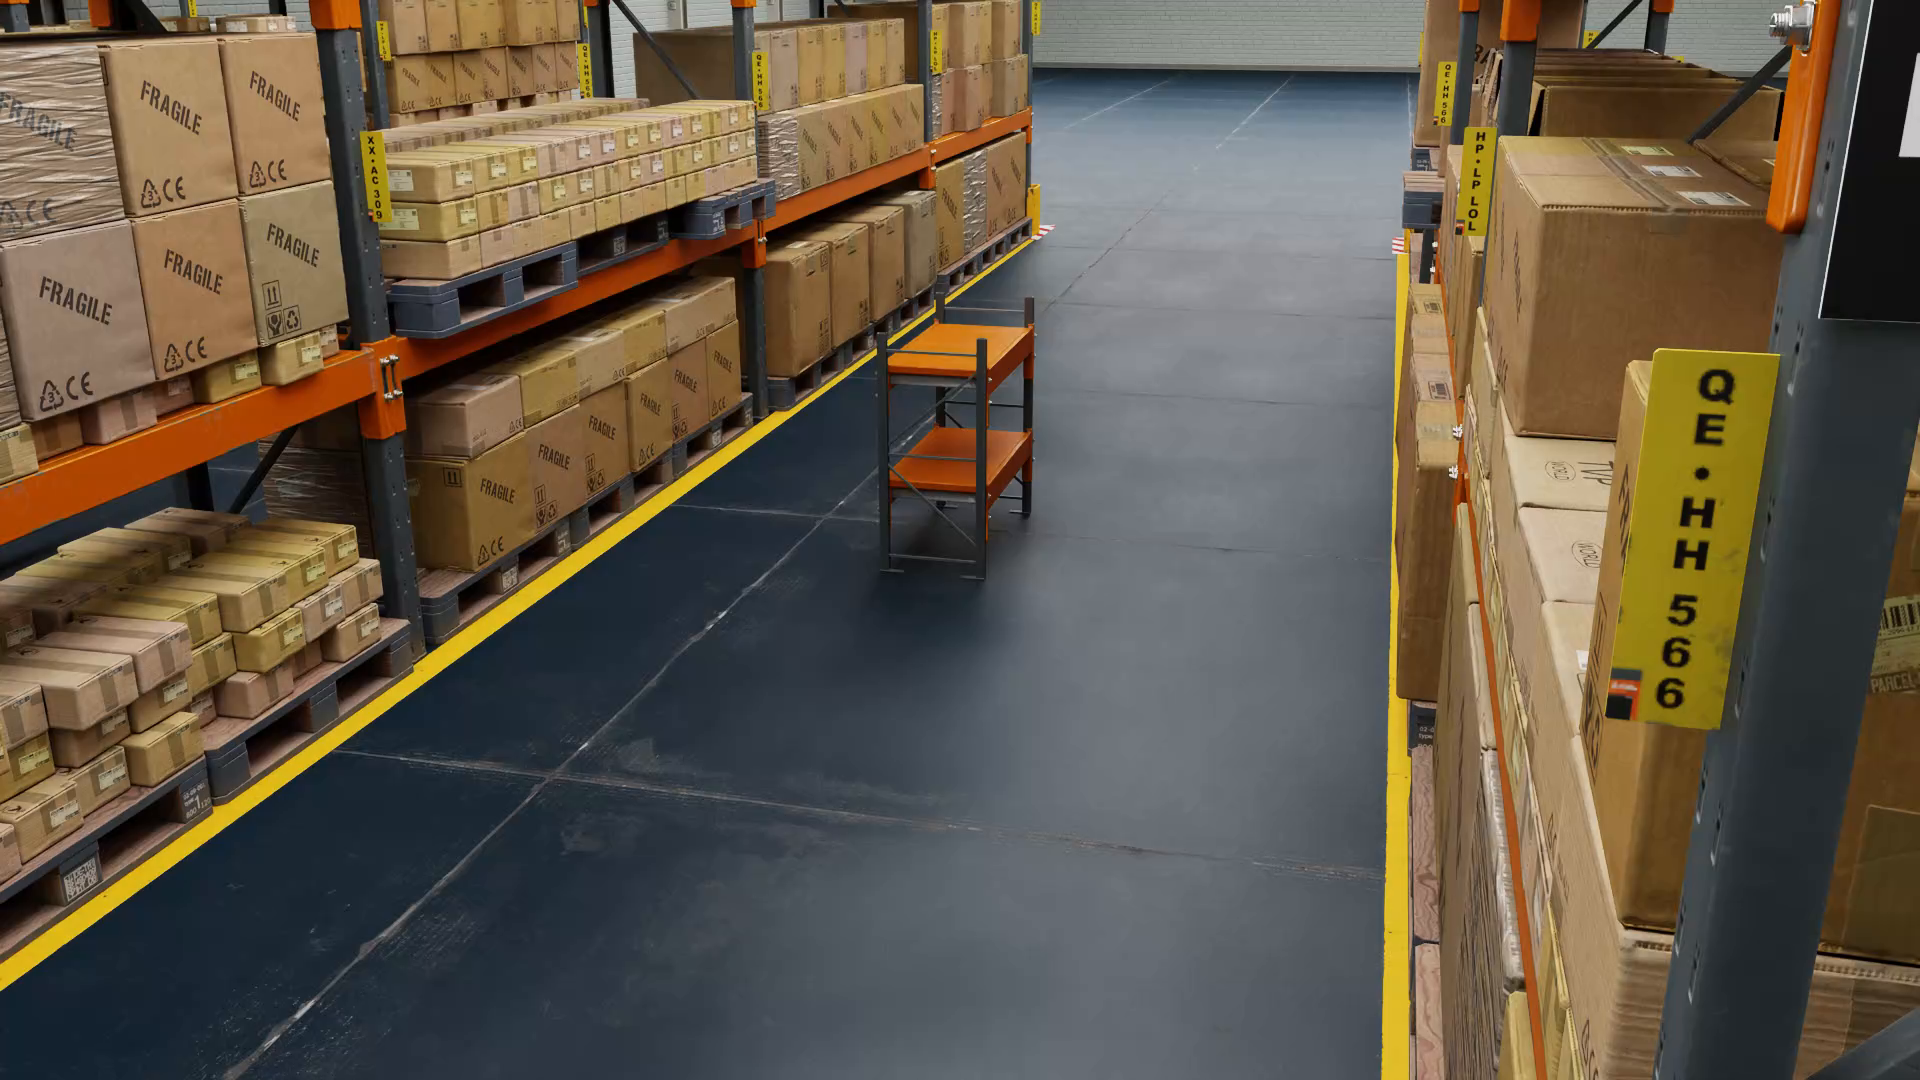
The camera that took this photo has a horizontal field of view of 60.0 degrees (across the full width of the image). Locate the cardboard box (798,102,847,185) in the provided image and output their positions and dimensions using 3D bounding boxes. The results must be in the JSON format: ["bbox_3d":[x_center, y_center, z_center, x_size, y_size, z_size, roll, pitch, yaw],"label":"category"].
[{"bbox_3d":[-1.084,-2.704,11.308,0.500,0.500,0.500,5,19,13],"label":"cardboard box"}]

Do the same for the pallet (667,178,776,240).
[{"bbox_3d":[-1.772,-1.897,9.397,1.213,0.211,1.003,5,19,13],"label":"pallet"}]

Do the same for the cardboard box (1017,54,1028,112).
[{"bbox_3d":[0.207,-4.678,17.010,0.875,0.550,0.550,5,19,13],"label":"cardboard box"}]

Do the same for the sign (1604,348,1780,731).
[{"bbox_3d":[0.606,0.004,1.376,0.100,0.325,0.005,5,19,13],"label":"sign"}]

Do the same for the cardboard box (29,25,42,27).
[{"bbox_3d":[-10.097,-5.485,17.986,0.380,0.149,0.250,4,19,12],"label":"cardboard box"}]

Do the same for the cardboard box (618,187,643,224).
[{"bbox_3d":[-1.758,-1.621,8.031,0.380,0.149,0.250,4,19,11],"label":"cardboard box"}]

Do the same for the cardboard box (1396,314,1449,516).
[{"bbox_3d":[2.670,-0.496,7.636,1.225,0.875,0.875,5,19,14],"label":"cardboard box"}]

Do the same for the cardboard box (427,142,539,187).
[{"bbox_3d":[-2.009,-1.582,6.997,0.380,0.149,0.250,5,19,14],"label":"cardboard box"}]

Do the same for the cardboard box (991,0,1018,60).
[{"bbox_3d":[0.080,-5.016,16.329,0.875,0.550,0.550,5,19,13],"label":"cardboard box"}]

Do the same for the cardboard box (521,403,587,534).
[{"bbox_3d":[-2.113,-0.358,7.812,0.500,0.500,0.500,6,20,16],"label":"cardboard box"}]

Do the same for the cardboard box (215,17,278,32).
[{"bbox_3d":[-5.642,-4.059,13.161,0.380,0.149,0.250,4,19,11],"label":"cardboard box"}]

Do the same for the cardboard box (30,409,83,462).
[{"bbox_3d":[-2.840,-0.328,4.897,0.380,0.149,0.250,4,19,13],"label":"cardboard box"}]

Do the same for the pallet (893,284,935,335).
[{"bbox_3d":[-0.839,-1.906,13.440,1.003,0.211,1.213,5,19,13],"label":"pallet"}]

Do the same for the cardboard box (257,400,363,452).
[{"bbox_3d":[-2.742,-0.590,7.331,0.500,0.250,0.500,4,19,12],"label":"cardboard box"}]

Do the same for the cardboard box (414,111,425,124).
[{"bbox_3d":[-5.149,-3.870,15.266,0.380,0.149,0.250,5,20,15],"label":"cardboard box"}]

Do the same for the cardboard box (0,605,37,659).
[{"bbox_3d":[-3.285,0.317,5.460,0.380,0.149,0.250,5,20,15],"label":"cardboard box"}]

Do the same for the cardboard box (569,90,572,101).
[{"bbox_3d":[-4.455,-4.833,18.085,0.380,0.149,0.250,5,20,15],"label":"cardboard box"}]

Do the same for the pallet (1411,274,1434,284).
[{"bbox_3d":[4.191,-1.943,13.550,1.003,0.211,1.213,5,19,13],"label":"pallet"}]

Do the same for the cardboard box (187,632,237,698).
[{"bbox_3d":[-2.706,0.410,5.647,0.380,0.149,0.250,5,19,14],"label":"cardboard box"}]

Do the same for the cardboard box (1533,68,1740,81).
[{"bbox_3d":[2.434,-1.479,6.171,0.797,0.503,0.637,5,19,14],"label":"cardboard box"}]

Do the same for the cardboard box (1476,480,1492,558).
[{"bbox_3d":[1.459,-0.029,4.021,0.380,0.149,0.250,4,19,13],"label":"cardboard box"}]

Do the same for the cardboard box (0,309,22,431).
[{"bbox_3d":[-2.922,-0.501,4.400,0.500,0.500,0.500,4,19,12],"label":"cardboard box"}]

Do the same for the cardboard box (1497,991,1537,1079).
[{"bbox_3d":[1.208,1.311,2.345,0.875,0.875,0.875,5,19,13],"label":"cardboard box"}]

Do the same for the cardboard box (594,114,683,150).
[{"bbox_3d":[-1.630,-2.071,8.429,0.380,0.149,0.250,5,19,13],"label":"cardboard box"}]

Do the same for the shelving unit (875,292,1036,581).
[{"bbox_3d":[-0.002,-0.530,8.000,0.538,1.125,1.048,5,19,13],"label":"shelving unit"}]

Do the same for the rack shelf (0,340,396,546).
[{"bbox_3d":[-3.167,0.002,4.655,1.077,0.370,4.000,5,19,13],"label":"rack shelf"}]

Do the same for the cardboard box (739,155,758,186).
[{"bbox_3d":[-1.376,-2.108,9.458,0.380,0.149,0.250,5,19,14],"label":"cardboard box"}]

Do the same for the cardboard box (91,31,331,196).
[{"bbox_3d":[-2.531,-1.458,5.654,0.500,0.500,0.500,4,19,11],"label":"cardboard box"}]

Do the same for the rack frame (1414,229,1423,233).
[{"bbox_3d":[5.038,-4.303,16.146,1.000,3.000,0.127,5,19,13],"label":"rack frame"}]

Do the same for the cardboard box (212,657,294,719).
[{"bbox_3d":[-2.590,0.497,5.851,0.380,0.149,0.250,4,19,12],"label":"cardboard box"}]

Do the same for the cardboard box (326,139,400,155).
[{"bbox_3d":[-2.640,-1.633,7.147,0.380,0.149,0.250,4,19,12],"label":"cardboard box"}]

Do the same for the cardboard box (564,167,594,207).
[{"bbox_3d":[-1.885,-1.602,7.515,0.380,0.149,0.250,5,20,16],"label":"cardboard box"}]

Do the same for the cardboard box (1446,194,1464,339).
[{"bbox_3d":[2.204,-1.076,6.544,0.500,0.500,0.500,4,19,13],"label":"cardboard box"}]

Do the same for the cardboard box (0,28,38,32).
[{"bbox_3d":[-9.759,-5.205,17.166,0.380,0.149,0.250,5,19,13],"label":"cardboard box"}]

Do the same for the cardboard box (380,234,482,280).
[{"bbox_3d":[-2.136,-1.133,6.602,0.380,0.149,0.250,4,19,11],"label":"cardboard box"}]

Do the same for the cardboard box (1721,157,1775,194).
[{"bbox_3d":[2.127,-0.645,4.047,0.500,0.500,0.500,5,19,14],"label":"cardboard box"}]

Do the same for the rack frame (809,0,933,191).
[{"bbox_3d":[-0.724,-3.473,13.715,1.000,3.000,0.127,5,19,13],"label":"rack frame"}]

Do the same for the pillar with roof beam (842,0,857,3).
[{"bbox_3d":[1.075,-17.232,44.715,9.100,9.000,0.400,5,19,13],"label":"pillar with roof beam"}]

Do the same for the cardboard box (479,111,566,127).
[{"bbox_3d":[-2.259,-2.122,8.579,0.380,0.149,0.250,6,20,16],"label":"cardboard box"}]

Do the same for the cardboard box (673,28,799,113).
[{"bbox_3d":[-1.460,-3.038,10.741,0.700,0.500,0.500,4,19,13],"label":"cardboard box"}]

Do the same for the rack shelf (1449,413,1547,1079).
[{"bbox_3d":[1.618,0.425,3.415,1.077,0.370,4.000,5,19,13],"label":"rack shelf"}]

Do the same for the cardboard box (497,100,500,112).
[{"bbox_3d":[-4.848,-4.355,16.687,0.380,0.149,0.250,5,19,13],"label":"cardboard box"}]

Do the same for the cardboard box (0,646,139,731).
[{"bbox_3d":[-2.760,0.450,5.070,0.380,0.149,0.250,4,19,11],"label":"cardboard box"}]

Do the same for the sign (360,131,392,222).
[{"bbox_3d":[-2.150,-1.335,6.115,0.100,0.325,0.005,5,19,13],"label":"sign"}]

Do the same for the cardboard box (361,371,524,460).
[{"bbox_3d":[-2.242,-0.547,7.206,0.500,0.250,0.500,4,19,11],"label":"cardboard box"}]

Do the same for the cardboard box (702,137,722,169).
[{"bbox_3d":[-1.506,-2.083,8.923,0.380,0.149,0.250,5,20,15],"label":"cardboard box"}]

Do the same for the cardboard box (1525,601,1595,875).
[{"bbox_3d":[1.115,0.310,2.411,0.500,0.250,0.500,4,19,12],"label":"cardboard box"}]

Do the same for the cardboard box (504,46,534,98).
[{"bbox_3d":[-4.689,-4.769,16.894,0.500,0.500,0.500,5,19,13],"label":"cardboard box"}]

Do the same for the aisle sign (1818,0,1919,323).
[{"bbox_3d":[0.821,-0.520,1.047,0.394,0.787,0.004,5,19,13],"label":"aisle sign"}]

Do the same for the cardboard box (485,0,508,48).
[{"bbox_3d":[-4.897,-5.098,16.312,0.700,0.500,0.500,5,19,13],"label":"cardboard box"}]

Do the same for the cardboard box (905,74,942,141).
[{"bbox_3d":[-0.645,-3.661,14.032,0.875,0.550,0.550,5,19,13],"label":"cardboard box"}]

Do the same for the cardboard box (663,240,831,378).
[{"bbox_3d":[-1.465,-1.537,10.878,1.050,0.750,0.750,4,19,13],"label":"cardboard box"}]

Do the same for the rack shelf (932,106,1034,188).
[{"bbox_3d":[-0.235,-3.759,15.666,1.077,0.370,4.000,5,19,13],"label":"rack shelf"}]

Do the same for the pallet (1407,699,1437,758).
[{"bbox_3d":[2.222,0.530,6.310,1.003,0.211,1.213,5,19,13],"label":"pallet"}]

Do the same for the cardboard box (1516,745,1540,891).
[{"bbox_3d":[1.083,0.454,2.606,0.380,0.149,0.250,5,19,14],"label":"cardboard box"}]
